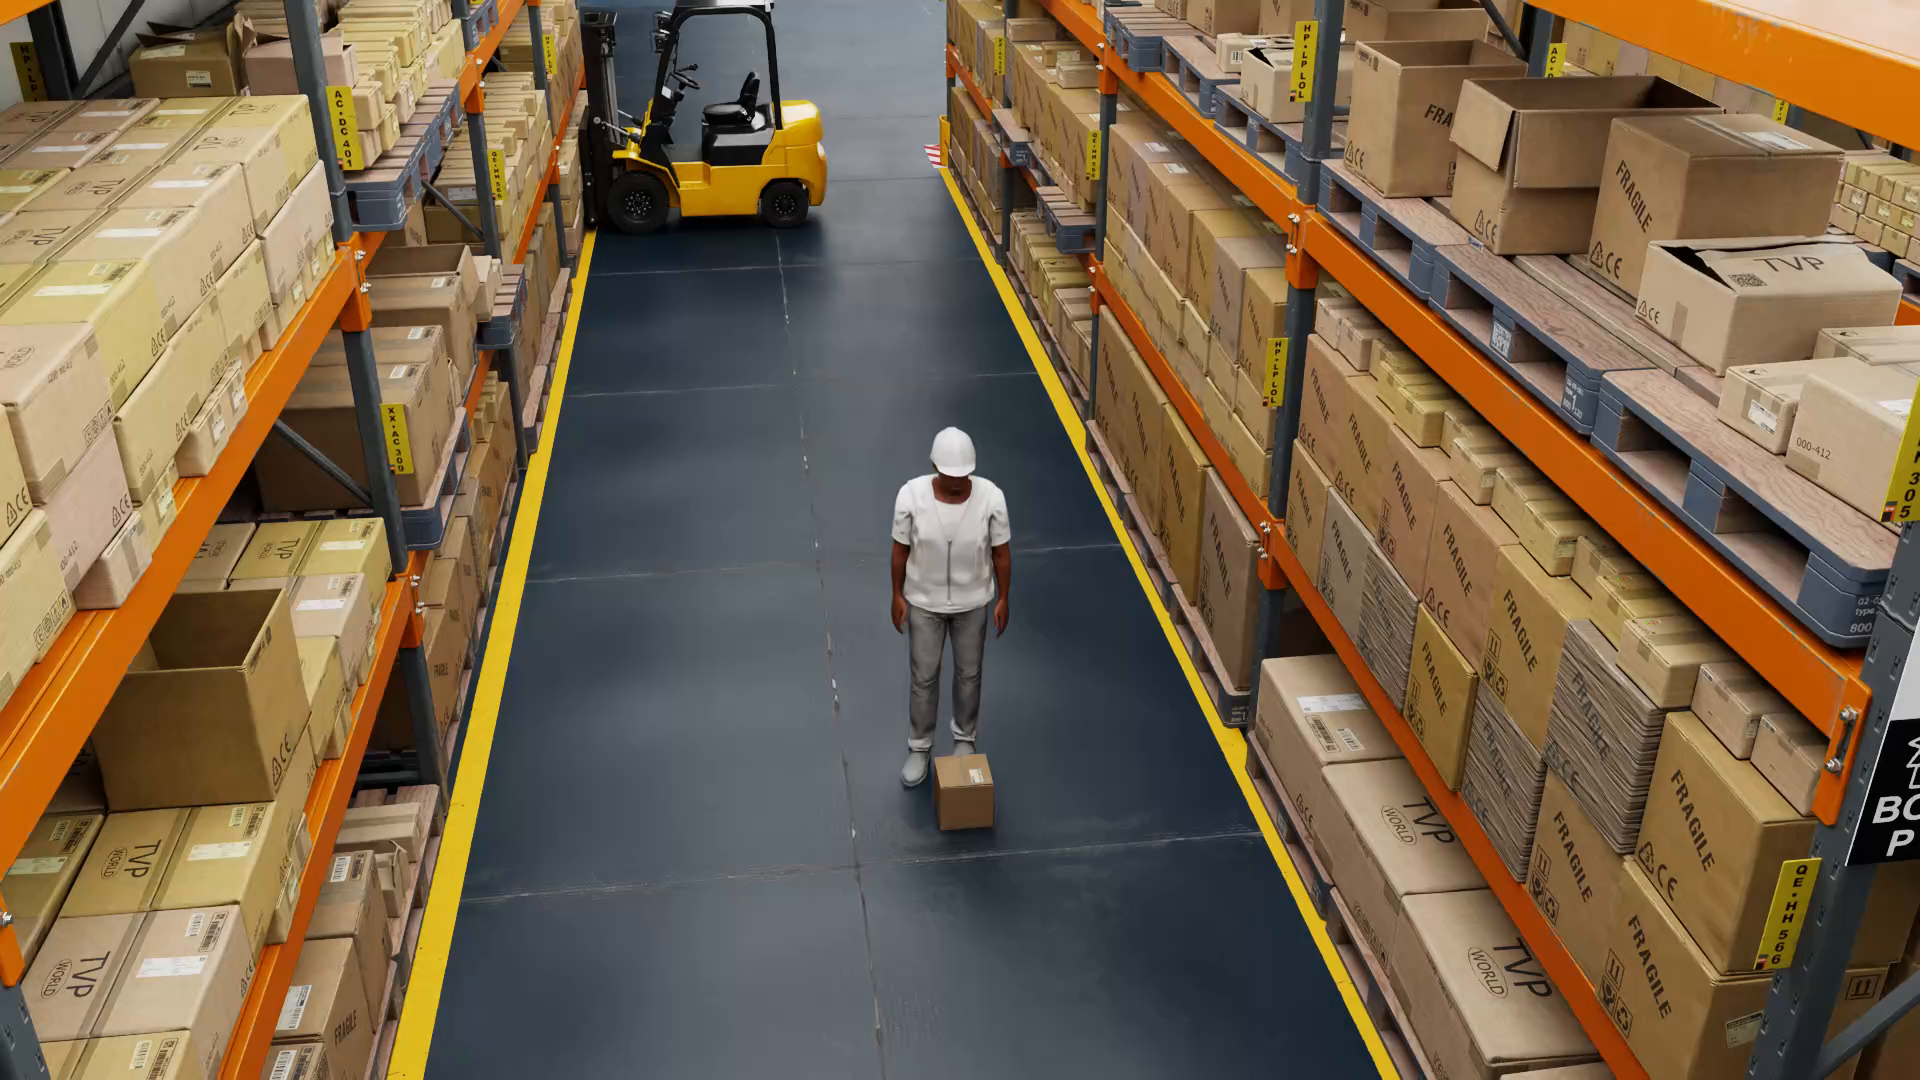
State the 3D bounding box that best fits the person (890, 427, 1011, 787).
[{"bbox_3d":[-0.043,0.312,7.947,0.582,1.785,0.471,-1,27,-1],"label":"person"}]
